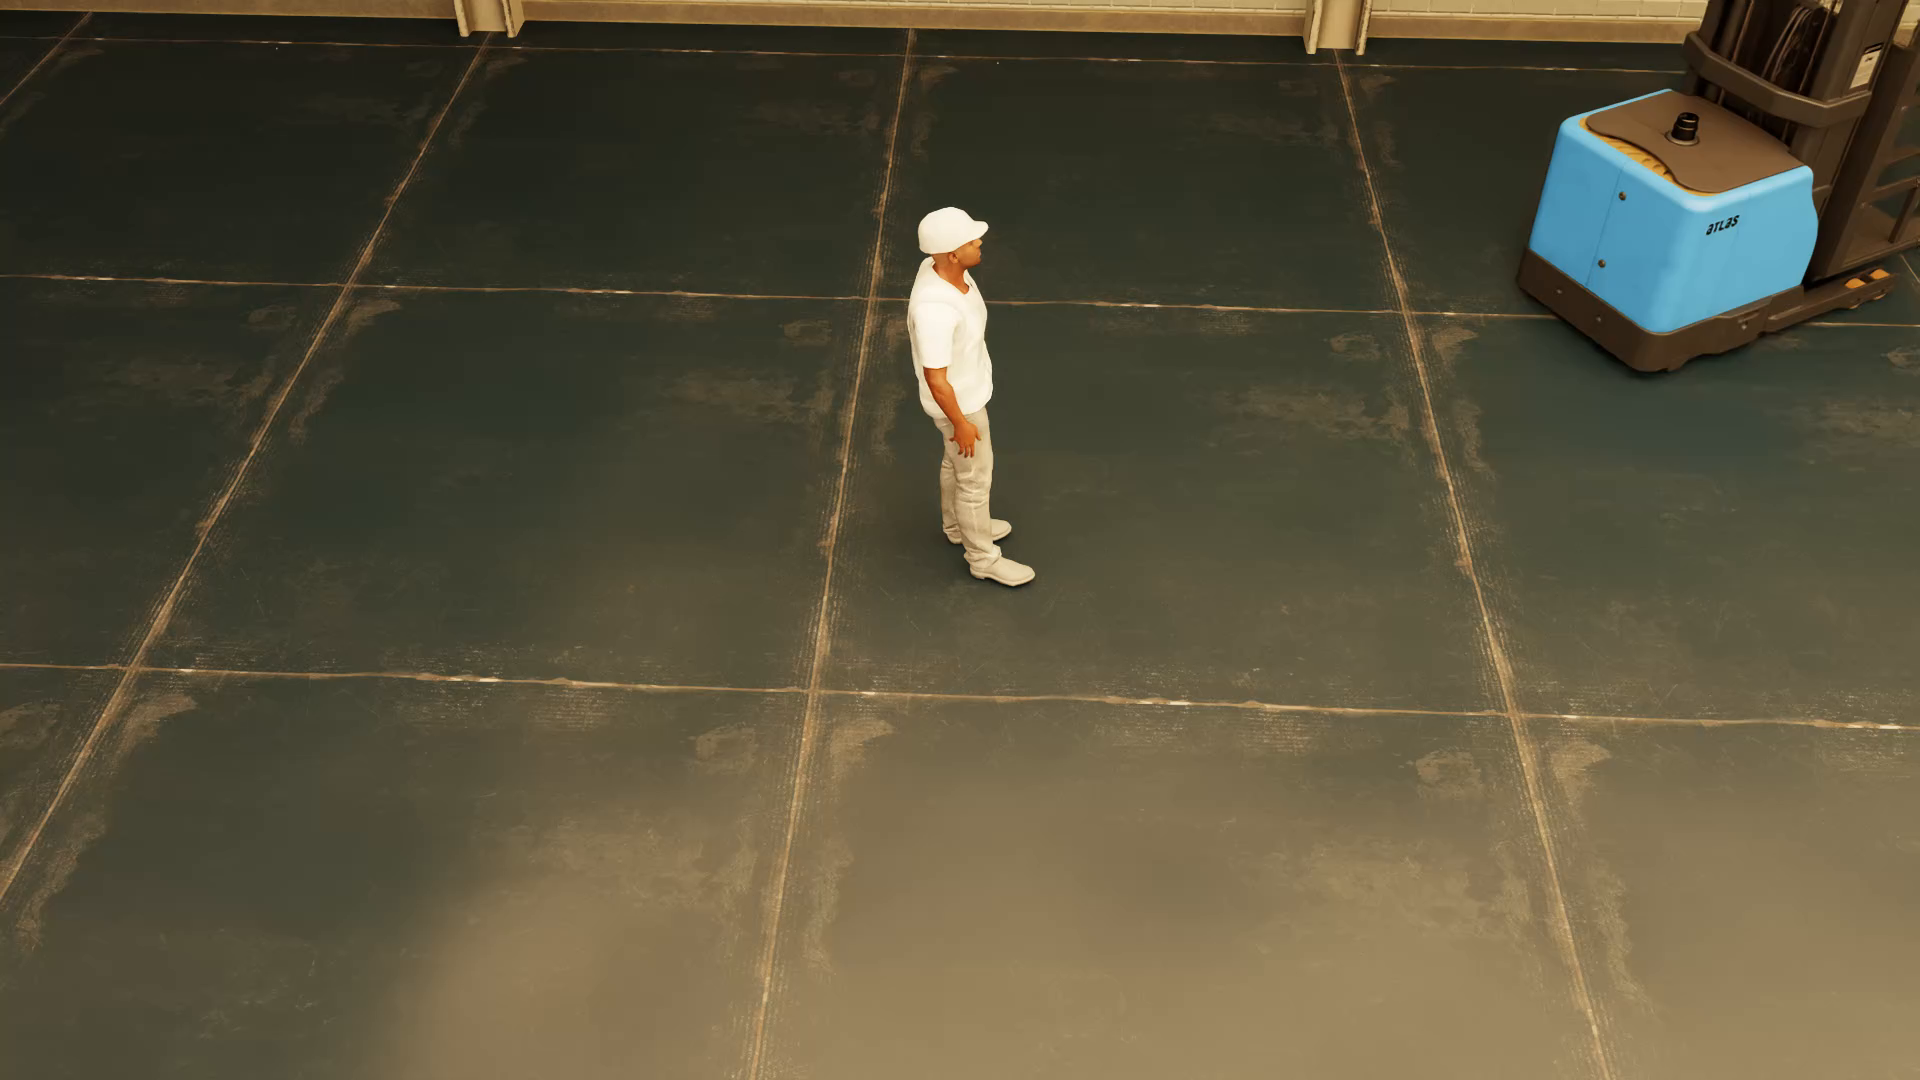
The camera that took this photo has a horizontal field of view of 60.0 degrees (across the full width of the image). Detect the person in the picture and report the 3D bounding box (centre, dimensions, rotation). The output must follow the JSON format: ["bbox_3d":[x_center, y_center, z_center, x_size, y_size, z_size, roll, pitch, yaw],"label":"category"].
[{"bbox_3d":[0.070,-0.652,7.309,0.575,1.768,0.665,2,42,2],"label":"person"}]

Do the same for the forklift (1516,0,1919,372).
[{"bbox_3d":[4.695,-2.677,8.674,3.031,2.935,1.130,-19,46,-20],"label":"forklift"}]
